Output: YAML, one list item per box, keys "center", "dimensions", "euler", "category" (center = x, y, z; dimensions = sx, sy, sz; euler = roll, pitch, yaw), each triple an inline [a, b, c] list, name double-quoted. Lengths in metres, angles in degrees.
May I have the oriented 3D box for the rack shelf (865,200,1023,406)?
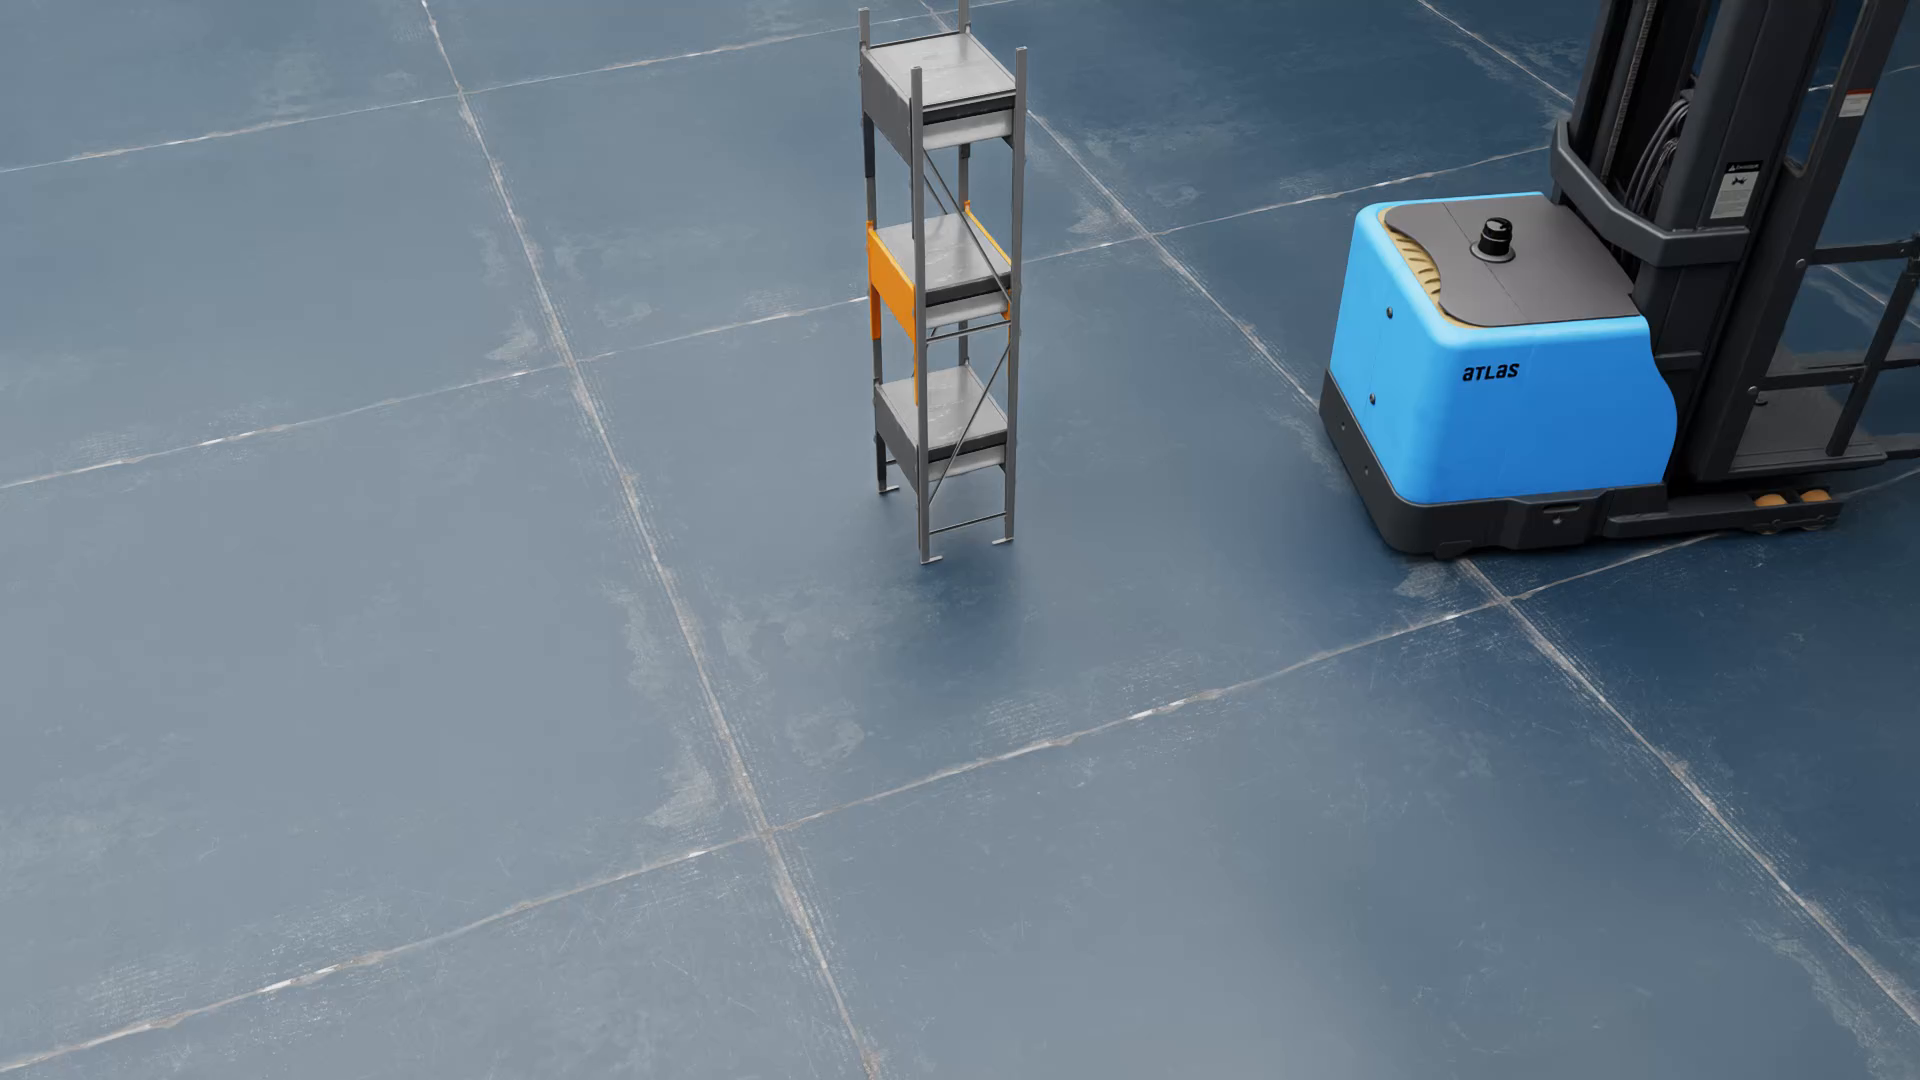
- center: [-0.063, -0.885, 6.190]
  dimensions: [0.431, 0.518, 0.480]
  euler: [-15, 43, -17]
  category: "rack shelf"

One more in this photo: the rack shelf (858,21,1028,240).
- center: [-0.063, -1.416, 5.734]
  dimensions: [0.431, 0.518, 0.480]
  euler: [-15, 43, -17]
  category: "rack shelf"

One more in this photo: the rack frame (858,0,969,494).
- center: [-0.157, -1.043, 6.352]
  dimensions: [0.400, 2.100, 0.015]
  euler: [-15, 43, -17]
  category: "rack frame"

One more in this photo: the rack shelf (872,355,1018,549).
- center: [-0.063, -0.355, 6.647]
  dimensions: [0.431, 0.518, 0.480]
  euler: [-15, 43, -17]
  category: "rack shelf"

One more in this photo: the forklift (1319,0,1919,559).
- center: [3.132, -1.472, 6.213]
  dimensions: [3.031, 2.935, 1.130]
  euler: [-5, 41, -6]
  category: "forklift"

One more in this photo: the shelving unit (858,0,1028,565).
- center: [-0.063, -0.896, 6.181]
  dimensions: [0.431, 2.100, 0.503]
  euler: [-15, 43, -17]
  category: "shelving unit"

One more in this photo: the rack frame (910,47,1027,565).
- center: [0.030, -0.749, 6.010]
  dimensions: [0.400, 2.100, 0.015]
  euler: [-15, 43, -17]
  category: "rack frame"
